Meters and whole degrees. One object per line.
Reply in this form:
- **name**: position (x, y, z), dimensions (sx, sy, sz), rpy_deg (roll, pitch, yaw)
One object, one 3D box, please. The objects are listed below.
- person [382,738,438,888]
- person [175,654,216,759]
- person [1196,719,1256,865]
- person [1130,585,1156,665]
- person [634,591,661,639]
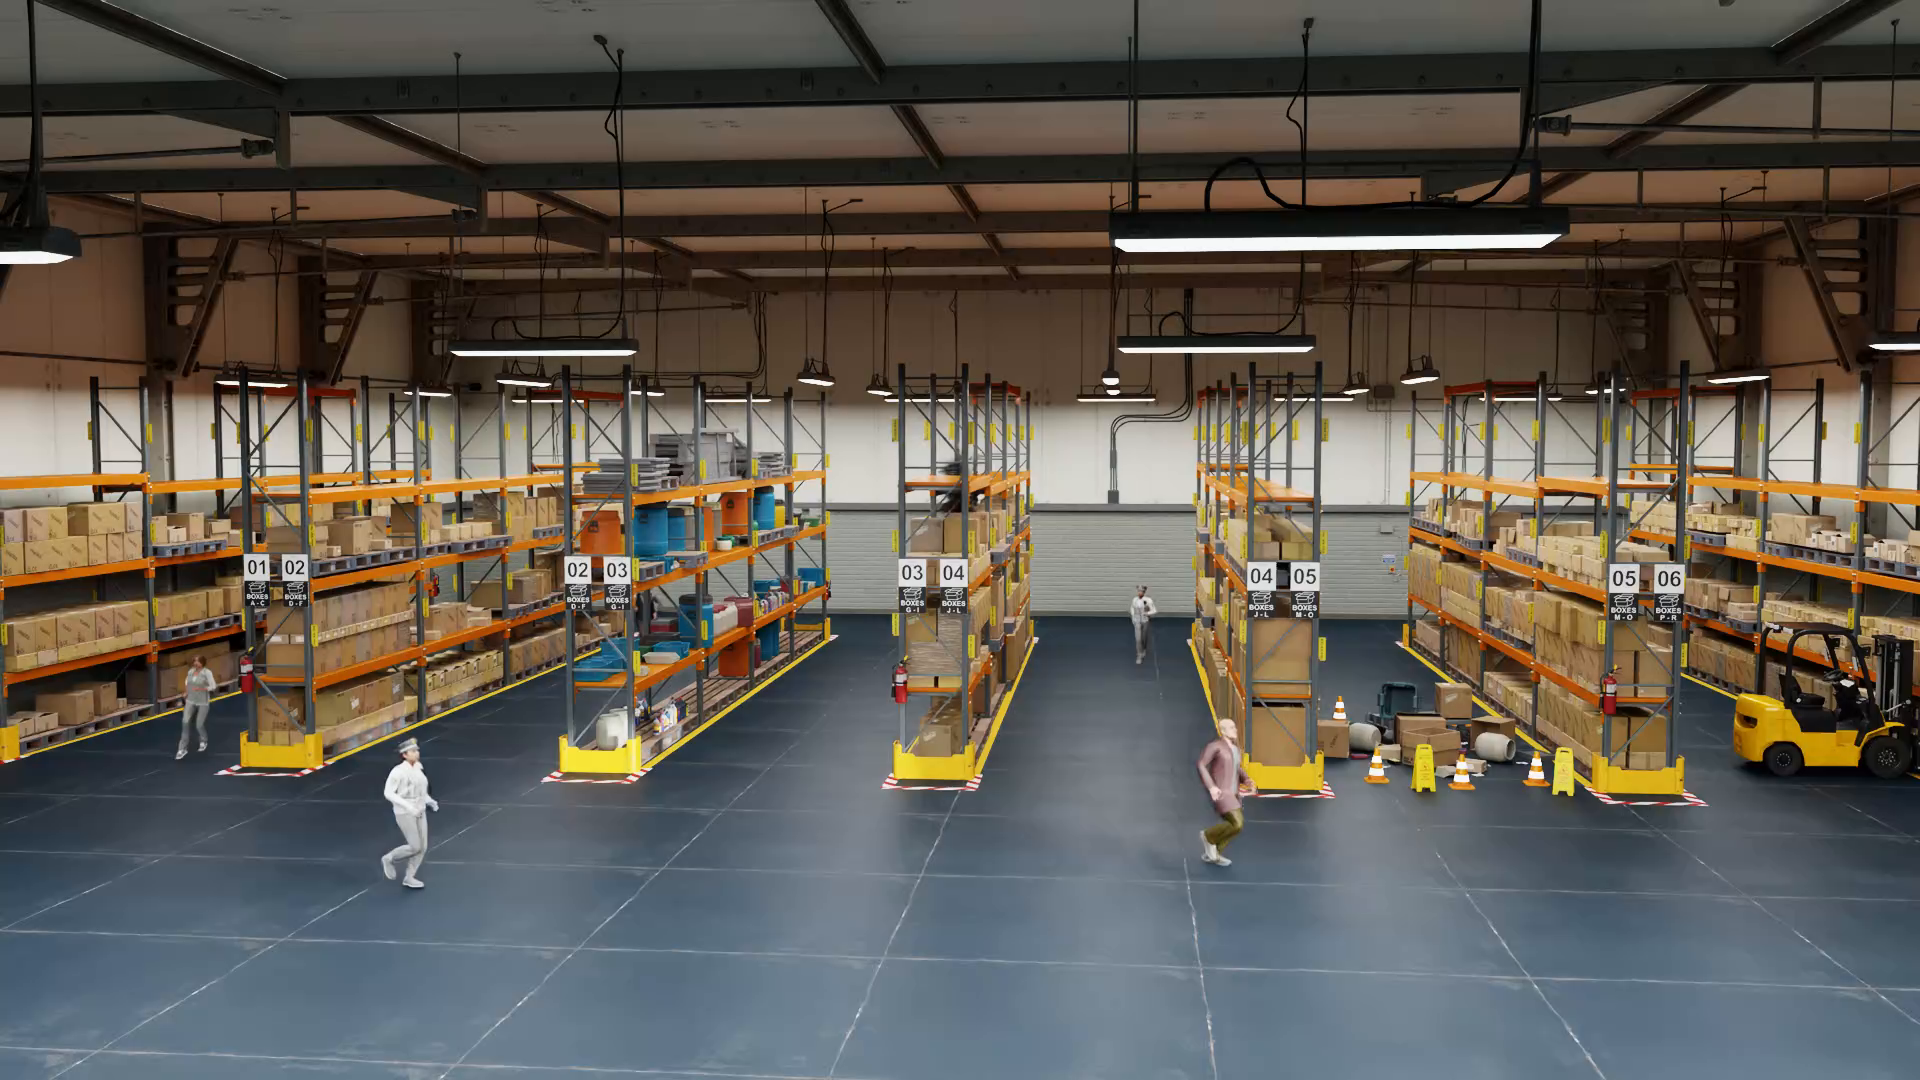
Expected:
- **person**: position (-6.085, 3.001, 18.341), dimensions (0.543, 1.646, 0.602), rpy_deg (1, 4, 20)
- **person**: position (-11.783, 2.536, 25.688), dimensions (0.551, 1.558, 0.871), rpy_deg (0, 4, -2)
- **person**: position (3.073, 2.915, 19.196), dimensions (0.653, 1.715, 0.660), rpy_deg (3, 5, 40)
- **person**: position (3.999, 1.825, 36.381), dimensions (0.602, 1.712, 0.864), rpy_deg (1, 4, 14)
- **person**: position (-6.961, 1.799, 36.723), dimensions (0.635, 1.770, 0.756), rpy_deg (0, 4, 2)
